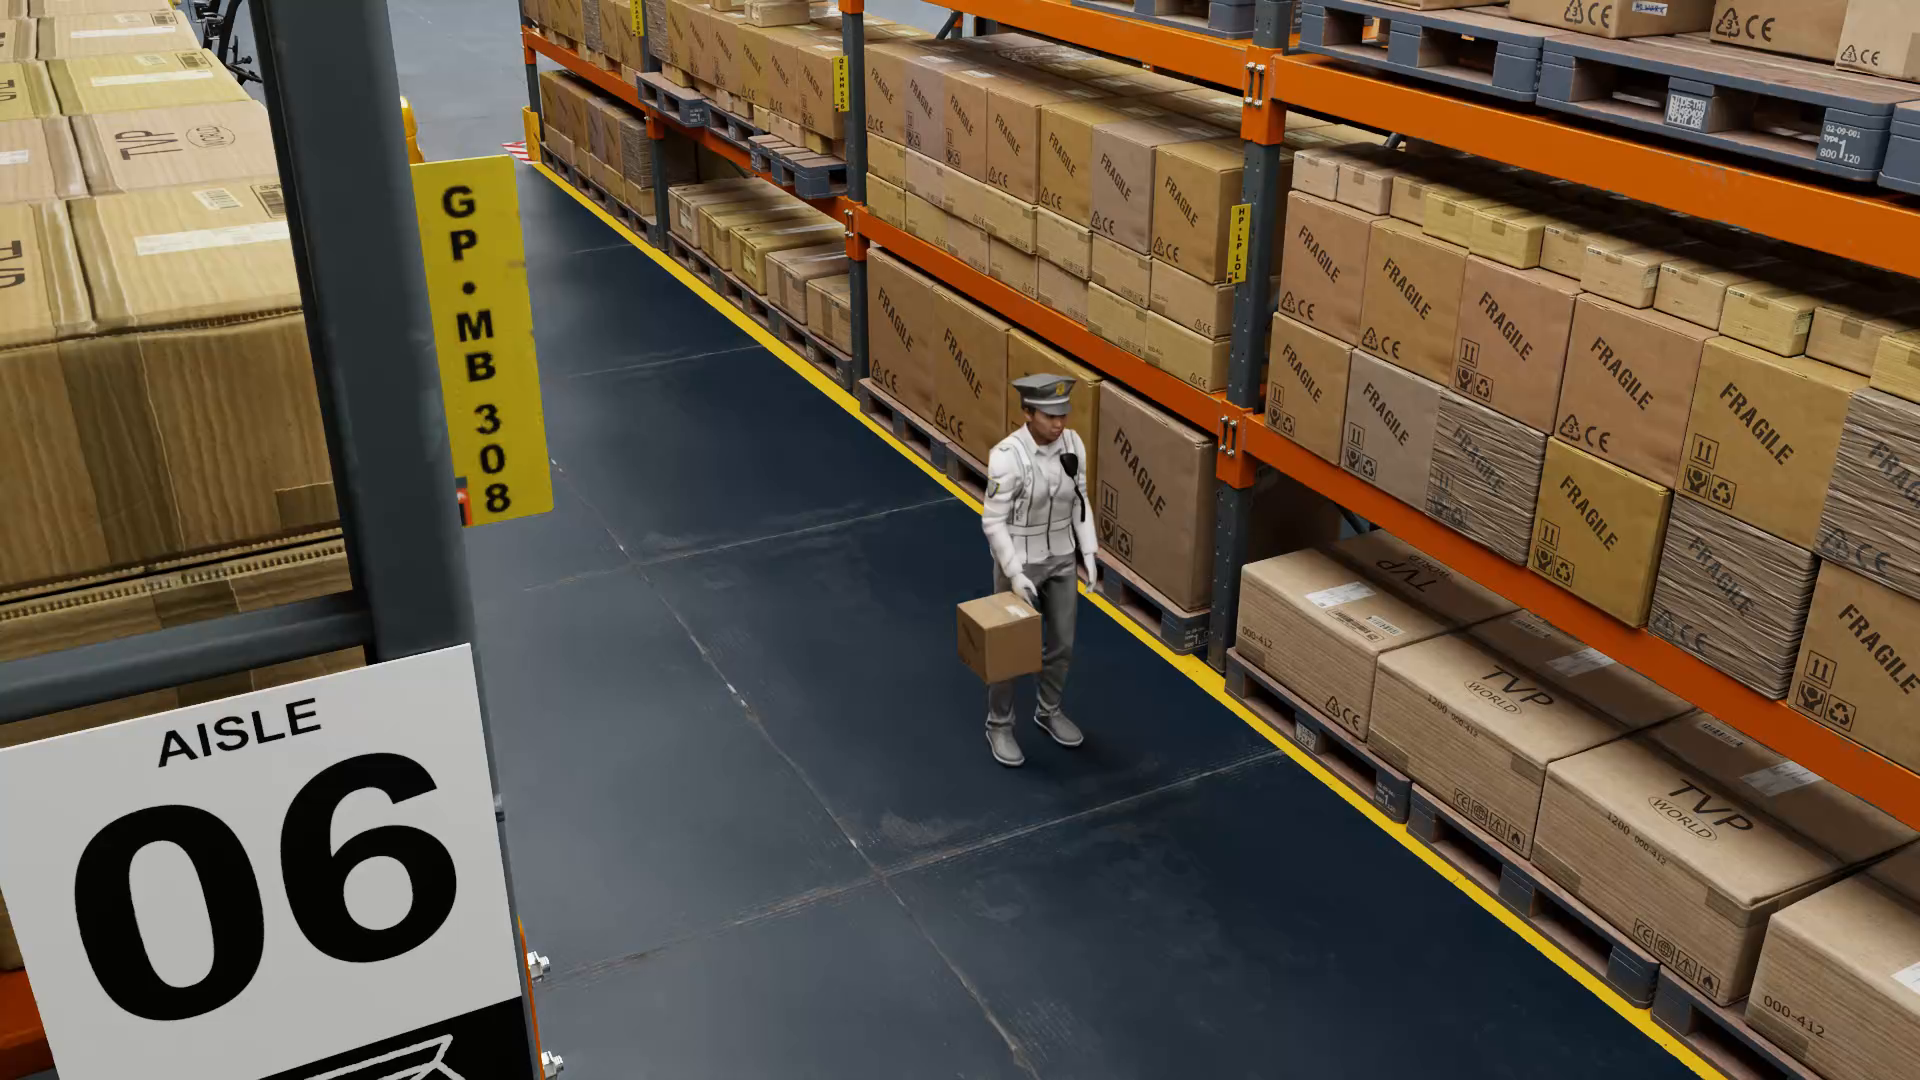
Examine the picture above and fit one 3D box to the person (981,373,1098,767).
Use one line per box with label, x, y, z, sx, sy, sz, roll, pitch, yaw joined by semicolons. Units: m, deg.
person;0.337;0.111;6.857;0.502;1.680;0.355;-14;29;-26
